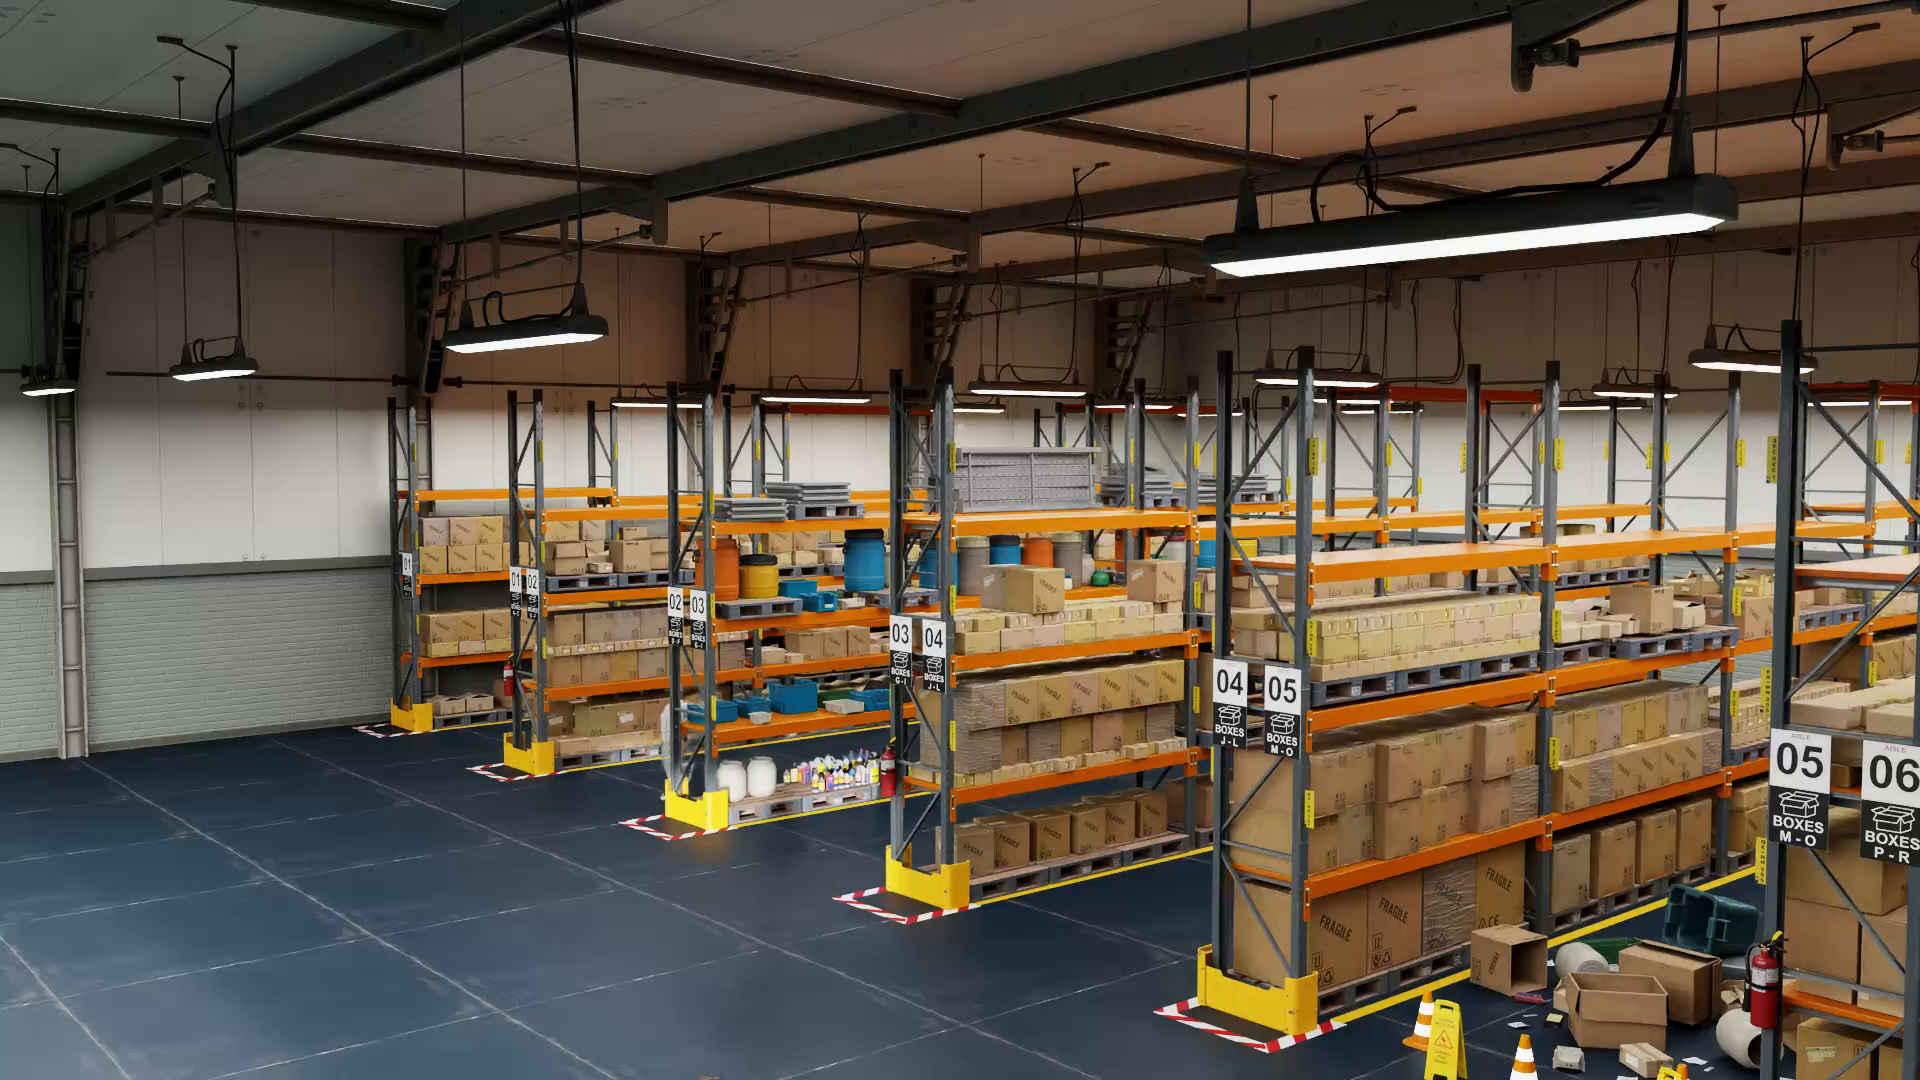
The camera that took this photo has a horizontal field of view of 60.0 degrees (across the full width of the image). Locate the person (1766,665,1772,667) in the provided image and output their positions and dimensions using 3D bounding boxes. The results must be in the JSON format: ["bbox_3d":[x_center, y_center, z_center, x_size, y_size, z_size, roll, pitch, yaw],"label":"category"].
[{"bbox_3d":[12.438,2.805,25.601,0.863,1.791,0.625,-3,4,-38],"label":"person"}]

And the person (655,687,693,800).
[{"bbox_3d":[-4.116,2.942,24.334,0.609,1.642,0.731,2,4,36],"label":"person"}]
